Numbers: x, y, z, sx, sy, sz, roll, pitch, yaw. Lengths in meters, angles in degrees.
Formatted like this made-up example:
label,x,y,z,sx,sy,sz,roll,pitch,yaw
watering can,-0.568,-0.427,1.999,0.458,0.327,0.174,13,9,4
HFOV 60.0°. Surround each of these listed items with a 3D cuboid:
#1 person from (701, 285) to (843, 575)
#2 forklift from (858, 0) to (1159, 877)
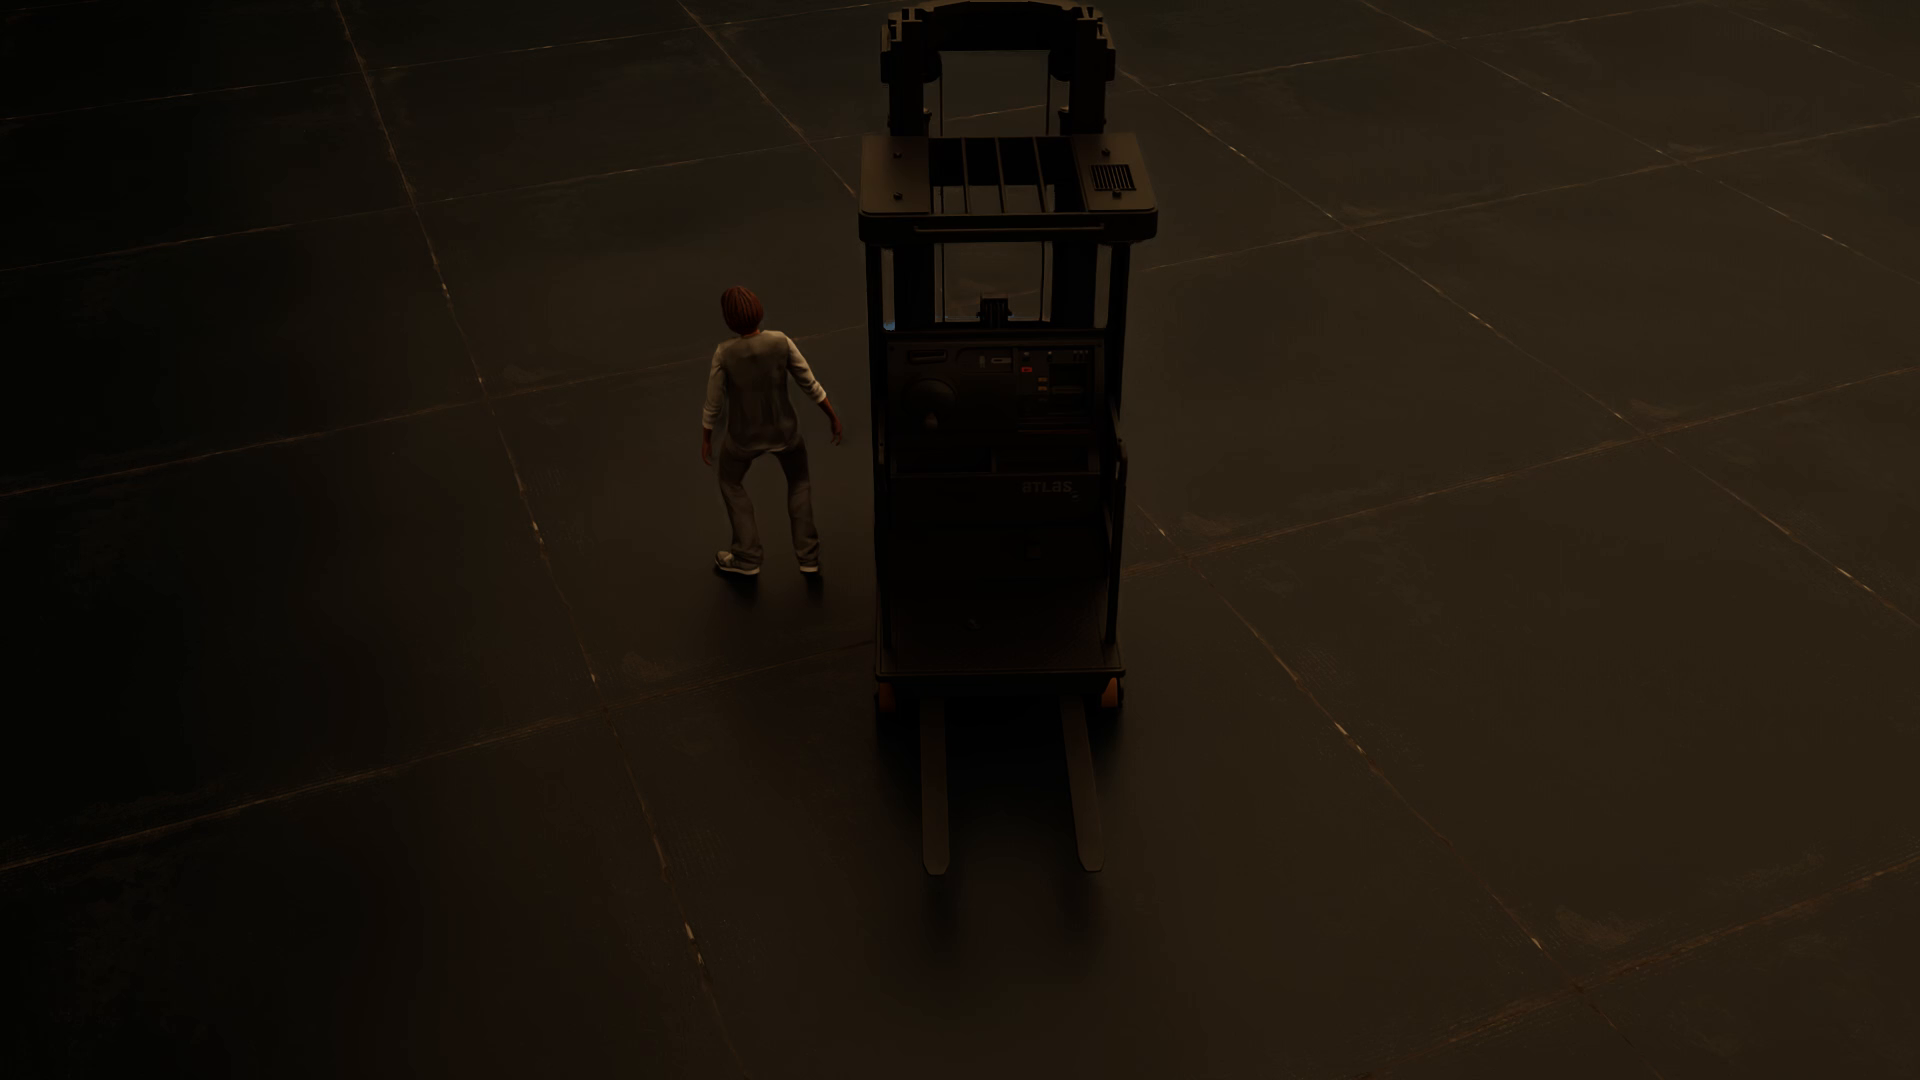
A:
label,x,y,z,sx,sy,sz,roll,pitch,yaw
person,-0.912,-0.505,8.050,0.689,1.572,0.359,-6,36,-8
forklift,0.163,-0.600,6.942,1.130,2.935,3.031,-1,35,-2
